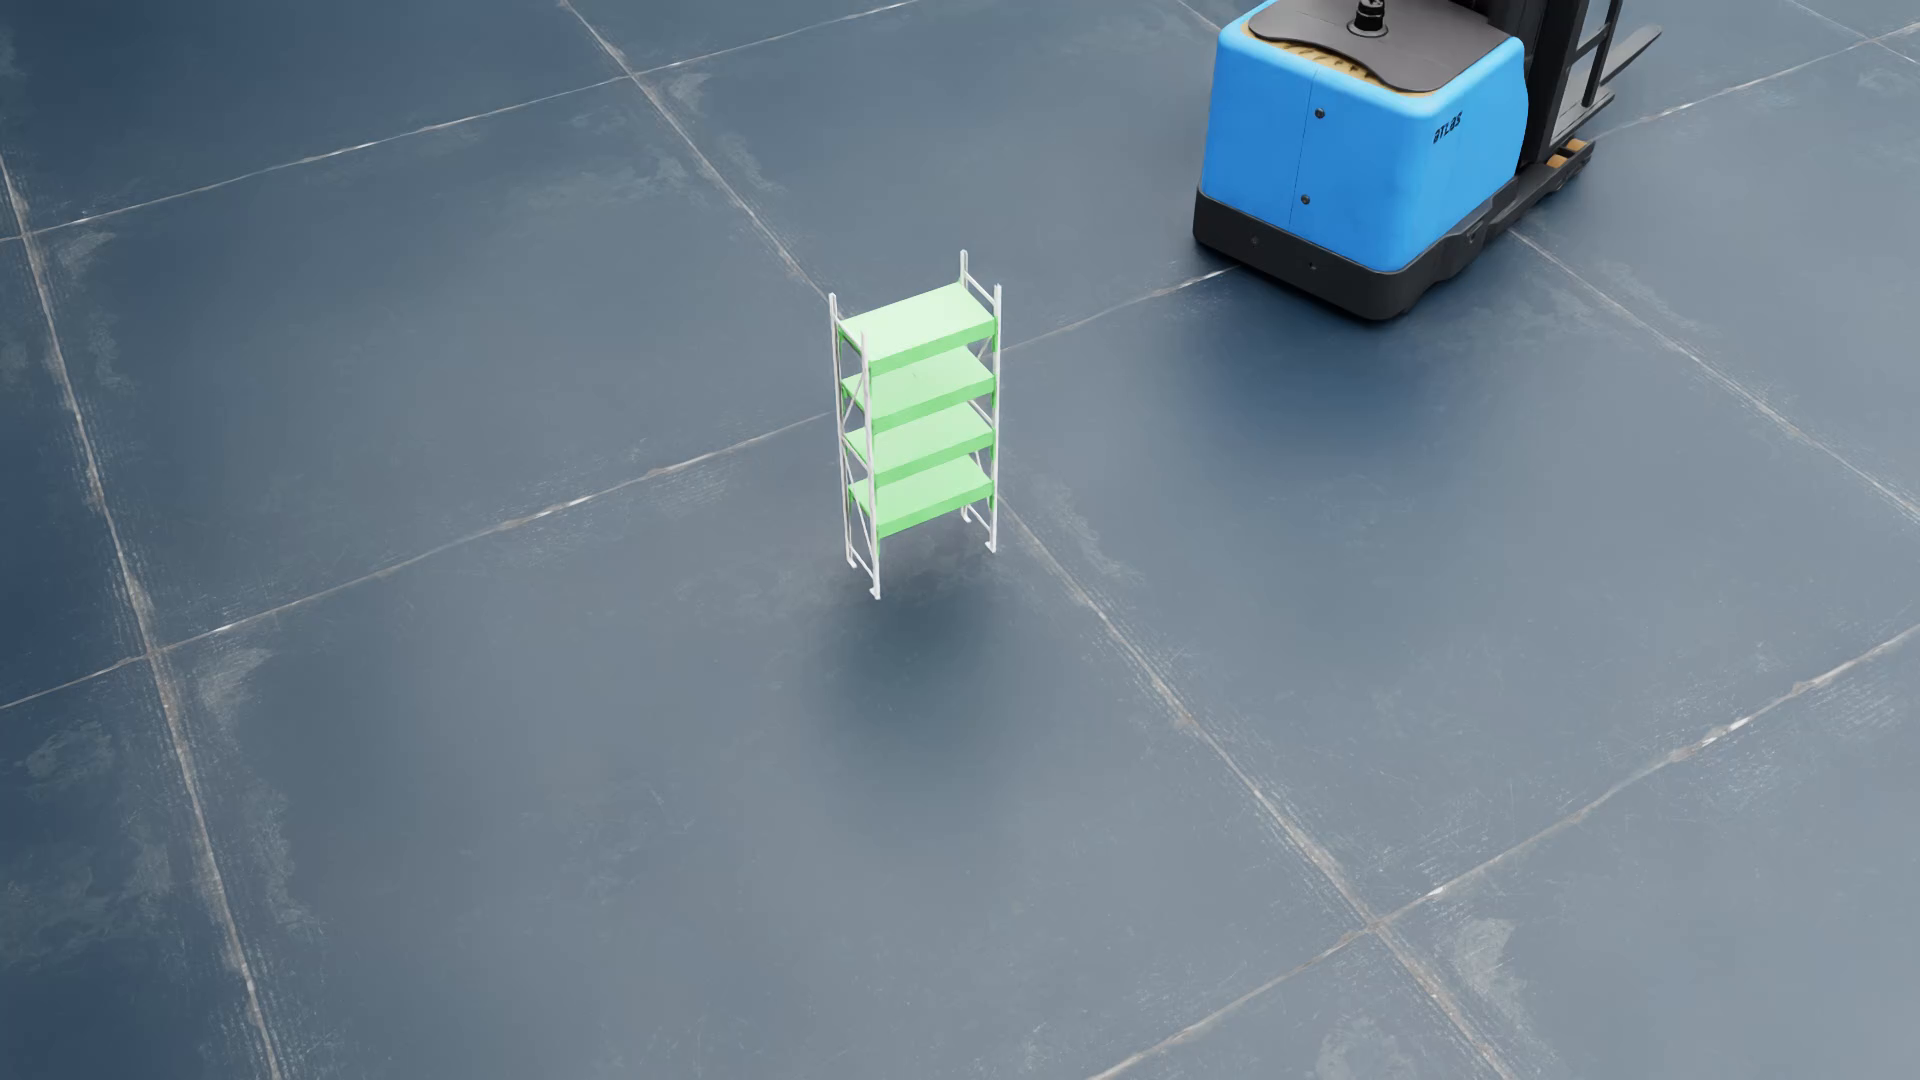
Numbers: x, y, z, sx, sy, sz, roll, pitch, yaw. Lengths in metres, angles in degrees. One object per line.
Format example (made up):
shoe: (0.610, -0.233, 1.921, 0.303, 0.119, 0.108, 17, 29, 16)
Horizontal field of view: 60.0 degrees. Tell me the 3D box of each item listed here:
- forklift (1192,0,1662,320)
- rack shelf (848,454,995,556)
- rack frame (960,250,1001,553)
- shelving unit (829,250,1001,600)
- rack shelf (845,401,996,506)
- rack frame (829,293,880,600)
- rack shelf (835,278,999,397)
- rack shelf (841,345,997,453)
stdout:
forklift: (2.416, -2.939, 7.174, 1.130, 2.935, 3.031, 32, 52, 29)
rack shelf: (-0.144, -0.155, 5.985, 0.480, 0.148, 0.258, -22, 48, -21)
rack frame: (0.068, -0.458, 5.860, 0.015, 1.200, 0.240, -22, 48, -21)
shelving unit: (-0.144, -0.373, 5.773, 0.503, 1.200, 0.258, -22, 48, -21)
rack shelf: (-0.144, -0.327, 5.817, 0.480, 0.148, 0.258, -22, 48, -21)
rack frame: (-0.355, -0.288, 5.686, 0.015, 1.200, 0.240, -22, 48, -21)
rack shelf: (-0.144, -0.672, 5.483, 0.480, 0.148, 0.258, -22, 48, -21)
rack shelf: (-0.144, -0.500, 5.650, 0.480, 0.148, 0.258, -22, 48, -21)
